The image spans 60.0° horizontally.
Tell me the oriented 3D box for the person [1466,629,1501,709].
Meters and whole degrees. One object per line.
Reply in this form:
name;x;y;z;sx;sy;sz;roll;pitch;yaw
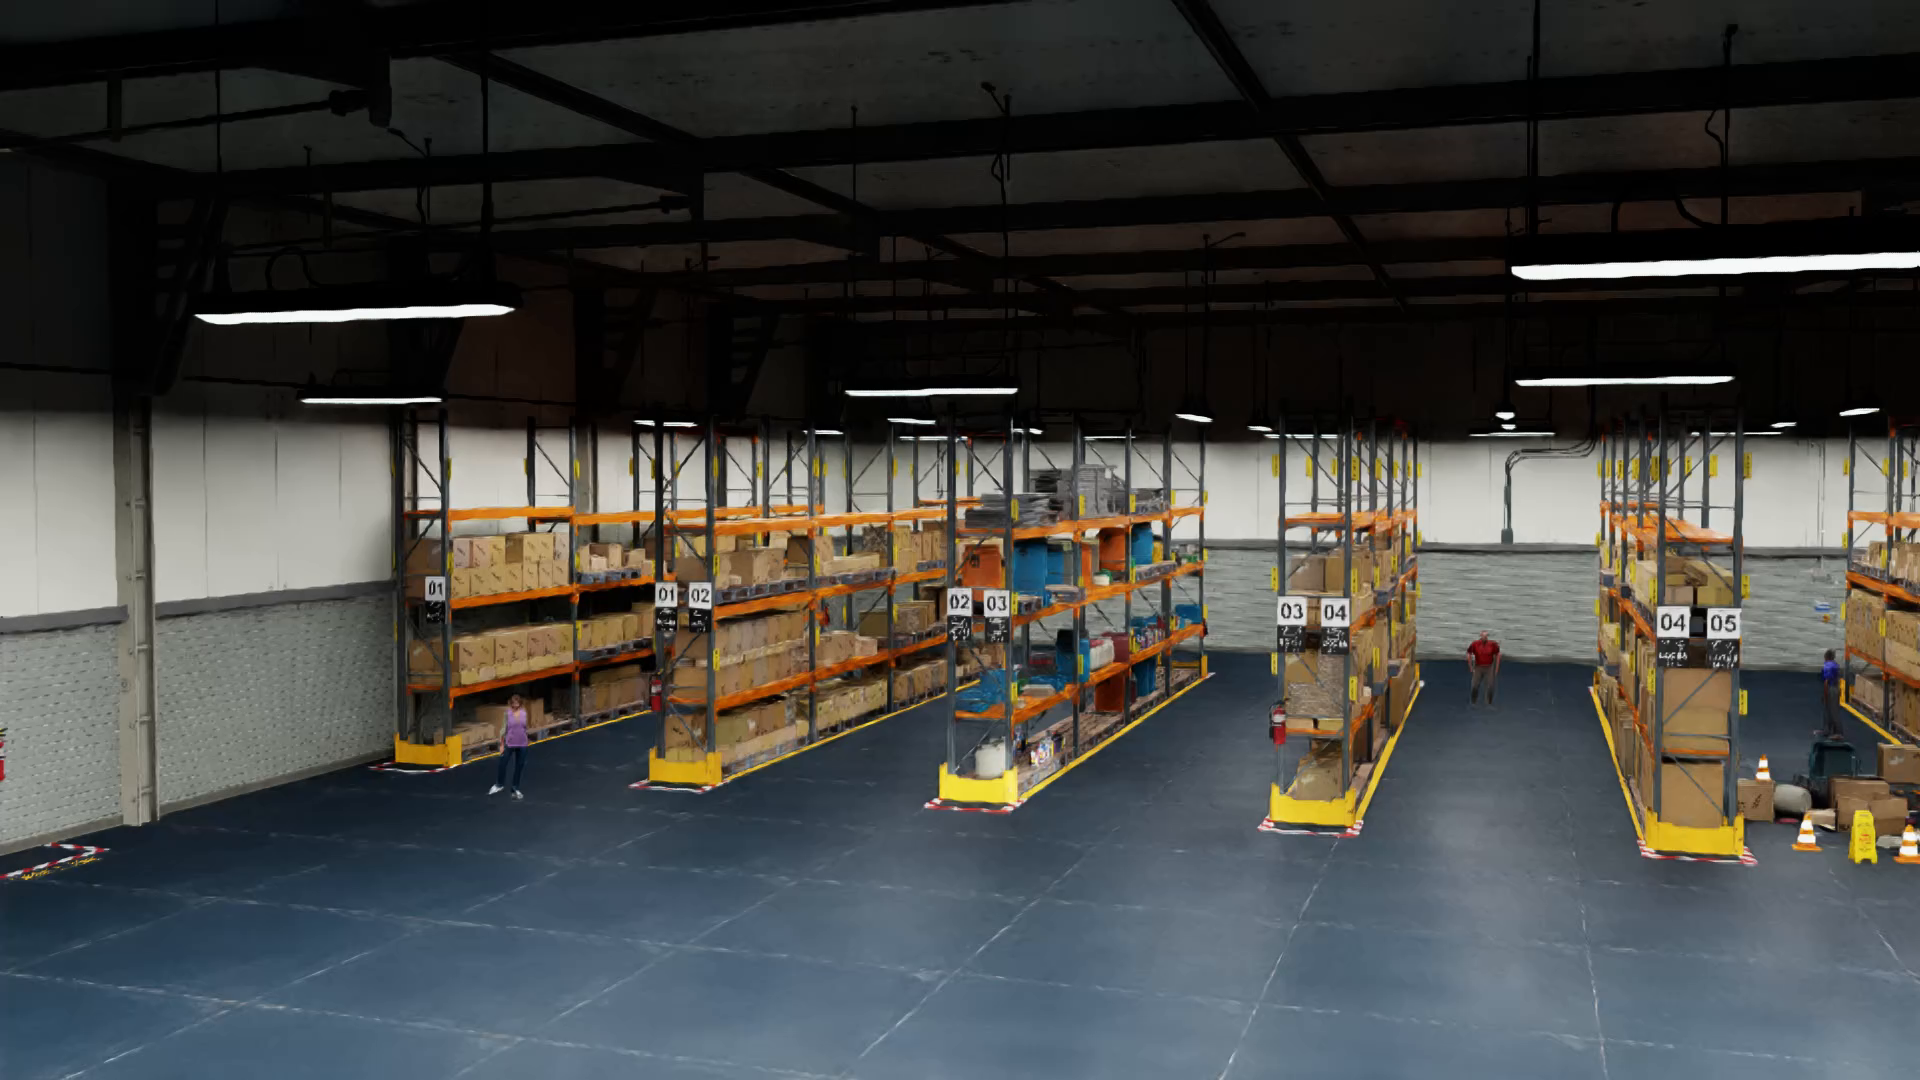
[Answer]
person;10.900;2.685;34.629;0.682;1.676;0.535;1;3;16

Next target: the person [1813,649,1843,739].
person;16.118;2.844;30.856;0.560;1.640;0.586;2;3;39

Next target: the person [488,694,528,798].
person;-6.852;3.124;25.248;0.583;1.588;0.471;-1;3;-27
